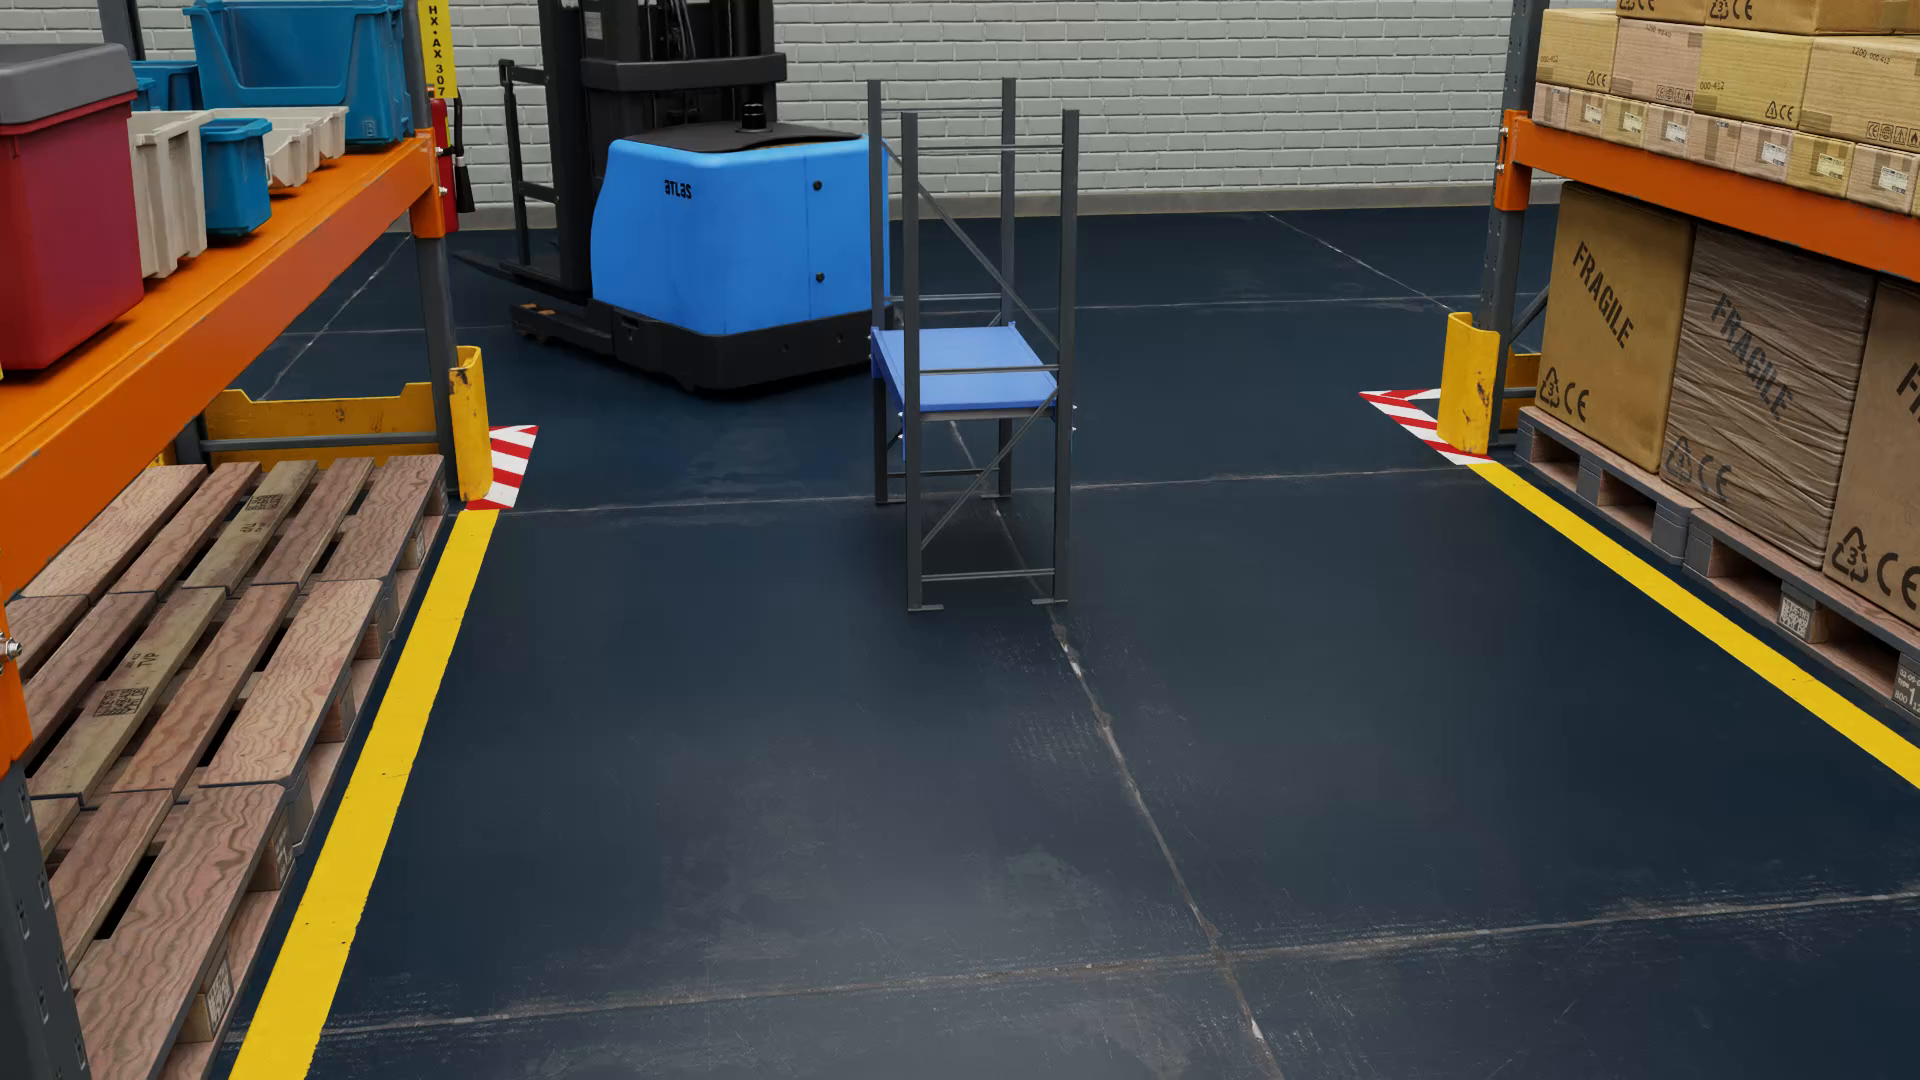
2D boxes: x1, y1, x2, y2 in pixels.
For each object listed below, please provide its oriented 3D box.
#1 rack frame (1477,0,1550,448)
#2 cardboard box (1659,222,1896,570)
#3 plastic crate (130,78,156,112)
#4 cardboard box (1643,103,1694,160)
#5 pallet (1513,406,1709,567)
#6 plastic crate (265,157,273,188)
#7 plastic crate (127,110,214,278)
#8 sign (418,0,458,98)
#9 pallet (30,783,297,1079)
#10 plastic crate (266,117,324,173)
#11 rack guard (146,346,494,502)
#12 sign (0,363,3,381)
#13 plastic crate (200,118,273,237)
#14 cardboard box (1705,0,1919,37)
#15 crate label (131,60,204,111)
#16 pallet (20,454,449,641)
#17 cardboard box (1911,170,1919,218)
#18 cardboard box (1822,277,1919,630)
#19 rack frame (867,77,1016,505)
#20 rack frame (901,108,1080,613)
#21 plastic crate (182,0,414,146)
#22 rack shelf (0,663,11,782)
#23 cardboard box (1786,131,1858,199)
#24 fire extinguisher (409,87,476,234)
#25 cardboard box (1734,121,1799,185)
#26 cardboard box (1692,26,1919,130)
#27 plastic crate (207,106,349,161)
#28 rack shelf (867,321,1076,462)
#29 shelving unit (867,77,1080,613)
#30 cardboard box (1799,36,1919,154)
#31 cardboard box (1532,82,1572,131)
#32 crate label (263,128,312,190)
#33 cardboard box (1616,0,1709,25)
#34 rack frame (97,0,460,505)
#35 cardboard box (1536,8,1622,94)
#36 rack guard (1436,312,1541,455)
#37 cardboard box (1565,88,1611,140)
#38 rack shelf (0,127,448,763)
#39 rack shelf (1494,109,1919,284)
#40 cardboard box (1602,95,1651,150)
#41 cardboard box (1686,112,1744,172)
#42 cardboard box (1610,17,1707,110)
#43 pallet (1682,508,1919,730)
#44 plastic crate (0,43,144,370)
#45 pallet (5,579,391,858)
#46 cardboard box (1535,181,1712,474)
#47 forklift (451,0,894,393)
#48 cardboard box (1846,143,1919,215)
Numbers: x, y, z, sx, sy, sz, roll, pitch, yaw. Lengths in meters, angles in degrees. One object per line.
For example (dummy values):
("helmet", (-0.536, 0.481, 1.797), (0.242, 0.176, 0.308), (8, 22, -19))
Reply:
("rack frame", (2.571, -1.821, 6.305), (1.000, 3.000, 0.127), (-3, 21, -8))
("cardboard box", (2.873, -0.490, 5.177), (0.875, 0.875, 0.875), (-3, 21, -8))
("plastic crate", (-2.526, -1.191, 4.771), (0.416, 0.233, 0.300), (-3, 21, -8))
("cardboard box", (2.410, -1.296, 5.259), (0.380, 0.149, 0.250), (-3, 21, -9))
("pallet", (2.763, -0.242, 6.062), (1.003, 0.211, 1.213), (-3, 21, -8))
("plastic crate", (-1.881, -0.905, 4.143), (0.298, 0.136, 0.250), (-3, 21, -8))
("plastic crate", (-1.792, -0.697, 3.379), (0.437, 0.282, 0.530), (-3, 21, -8))
("sign", (-1.789, -1.681, 5.697), (0.100, 0.325, 0.005), (-3, 21, -8))
("pallet", (-1.898, 0.867, 3.092), (1.003, 0.211, 1.213), (-3, 21, -8))
("plastic crate", (-2.006, -1.102, 4.670), (0.396, 0.136, 0.243), (-3, 21, -8))
("rack guard", (-2.347, -0.408, 6.094), (1.175, 0.500, 0.348), (-3, 21, -8))
("sign", (-1.209, -0.343, 1.952), (0.100, 0.325, 0.005), (-3, 21, -8))
("plastic crate", (-1.781, -0.823, 3.786), (0.416, 0.233, 0.300), (-3, 21, -8))
("cardboard box", (2.525, -1.710, 4.724), (0.500, 0.500, 0.500), (-3, 21, -9))
("crate label", (-2.621, -1.419, 5.382), (0.416, 0.233, 0.303), (-3, 21, -8))
("pallet", (-2.250, 0.022, 5.354), (1.003, 0.211, 1.213), (-3, 21, -8))
("cardboard box", (2.593, -0.852, 4.071), (0.380, 0.149, 0.250), (-3, 21, -9))
("cardboard box", (3.001, -0.182, 4.352), (0.875, 0.875, 0.875), (-3, 21, -8))
("rack frame", (-0.061, -0.849, 5.846), (0.500, 1.500, 0.032), (-3, 21, -8))
("rack frame", (0.086, -0.497, 4.903), (0.500, 1.500, 0.032), (-3, 21, -8))
("plastic crate", (-2.098, -1.509, 5.334), (0.616, 0.435, 0.499), (-3, 21, -8))
("rack shelf", (-1.466, 0.843, 0.200), (1.077, 0.370, 4.000), (-3, 21, -8))
("cardboard box", (2.518, -1.031, 4.550), (0.380, 0.149, 0.250), (-3, 21, -9))
("fire extinguisher", (-1.903, -1.436, 5.916), (0.296, 0.674, 0.183), (-3, 21, -8))
("cardboard box", (2.483, -1.119, 4.784), (0.380, 0.149, 0.250), (-3, 21, -8))
("cardboard box", (2.523, -1.357, 4.850), (0.500, 0.250, 0.500), (-4, 21, -10))
("plastic crate", (-2.034, -1.203, 4.940), (0.396, 0.136, 0.243), (-3, 21, -8))
("rack shelf", (0.012, -0.505, 5.438), (0.538, 0.185, 1.000), (-3, 21, -8))
("shelving unit", (0.012, -0.673, 5.375), (0.538, 1.500, 1.048), (-3, 21, -8))
("cardboard box", (2.603, -1.176, 4.368), (0.500, 0.250, 0.500), (-3, 21, -9))
("cardboard box", (2.295, -1.564, 5.975), (0.380, 0.149, 0.250), (-3, 21, -7))
("crate label", (-1.942, -1.006, 4.415), (0.396, 0.136, 0.243), (-3, 21, -8))
("cardboard box", (2.445, -1.889, 5.203), (0.500, 0.500, 0.500), (-3, 21, -9))
("rack frame", (-2.331, -1.571, 5.636), (1.000, 3.000, 0.127), (-3, 21, -8))
("cardboard box", (2.373, -1.710, 5.798), (0.500, 0.250, 0.500), (-3, 21, -9))
("rack guard", (2.567, -0.658, 6.765), (1.175, 0.500, 0.348), (-3, 21, -8))
("cardboard box", (2.334, -1.475, 5.738), (0.380, 0.149, 0.250), (-3, 21, -9))
("rack shelf", (-2.042, -0.542, 3.908), (1.077, 0.370, 4.000), (-3, 21, -8))
("rack shelf", (2.859, -0.792, 4.577), (1.077, 0.370, 4.000), (-3, 21, -8))
("cardboard box", (2.371, -1.387, 5.500), (0.380, 0.149, 0.250), (-3, 21, -9))
("cardboard box", (2.445, -1.208, 5.023), (0.380, 0.149, 0.250), (-3, 21, -9))
("cardboard box", (2.454, -1.531, 5.317), (0.500, 0.250, 0.500), (-3, 21, -8))
("pallet", (2.936, 0.180, 4.934), (1.003, 0.211, 1.213), (-3, 21, -8))
("plastic crate", (-1.635, -0.566, 2.768), (0.402, 0.464, 0.583), (-3, 21, -8))
("pallet", (-2.078, 0.444, 4.226), (1.003, 0.211, 1.213), (-3, 21, -8))
("cardboard box", (2.742, -0.805, 6.021), (0.875, 0.875, 0.875), (-3, 21, -8))
("forklift", (-1.650, -2.467, 8.133), (1.130, 2.935, 3.031), (-17, 26, -38))
("cardboard box", (2.558, -0.941, 4.307), (0.380, 0.149, 0.250), (-3, 21, -7))
